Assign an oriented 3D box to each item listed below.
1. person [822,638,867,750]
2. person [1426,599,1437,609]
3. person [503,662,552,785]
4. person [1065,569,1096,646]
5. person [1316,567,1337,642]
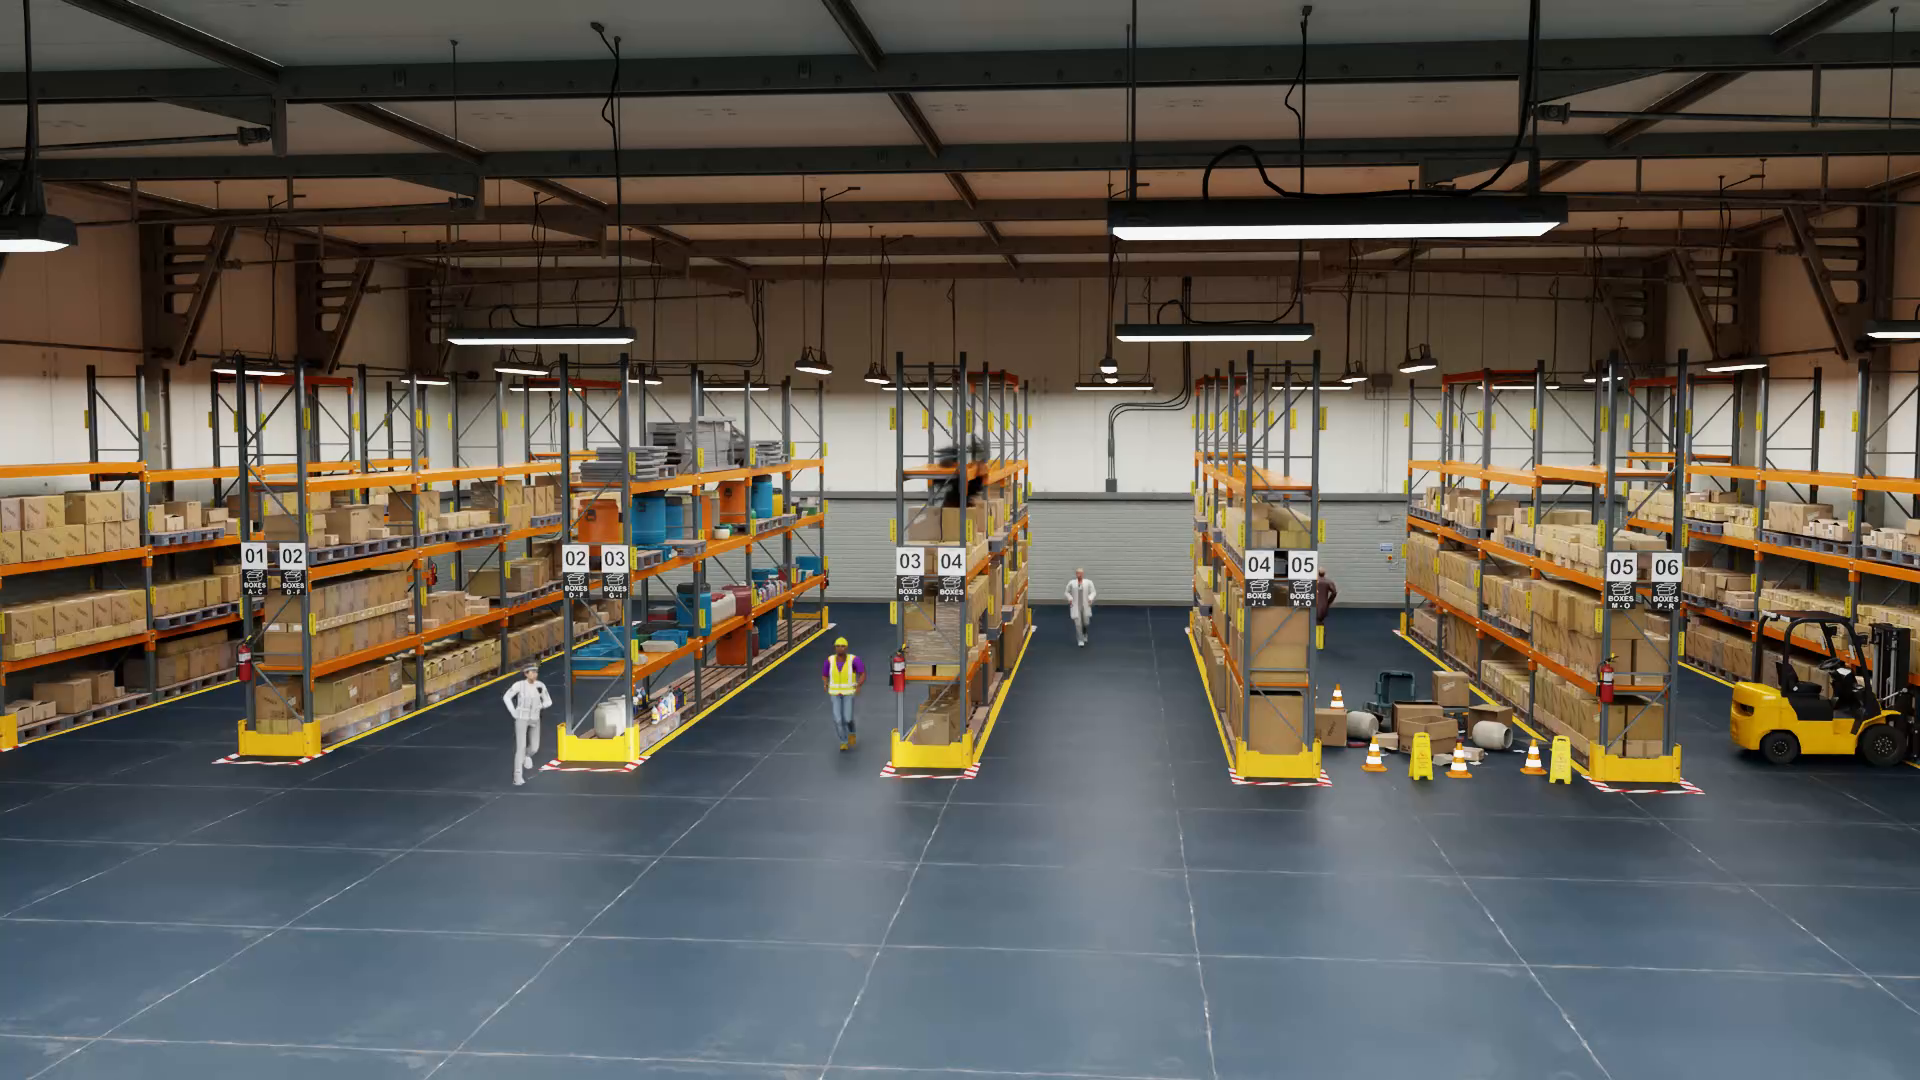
[{"bbox_3d":[-1.787,2.340,25.247,0.674,1.721,0.569,1,4,8],"label":"person"},{"bbox_3d":[11.555,1.338,40.340,0.633,1.623,0.522,-3,5,-36],"label":"person"},{"bbox_3d":[-6.059,2.540,23.383,0.643,1.667,0.827,-2,5,-31],"label":"person"},{"bbox_3d":[2.682,1.500,37.058,0.690,1.730,0.632,0,4,2],"label":"person"},{"bbox_3d":[8.010,1.494,36.972,0.712,1.776,0.875,0,4,-1],"label":"person"}]
